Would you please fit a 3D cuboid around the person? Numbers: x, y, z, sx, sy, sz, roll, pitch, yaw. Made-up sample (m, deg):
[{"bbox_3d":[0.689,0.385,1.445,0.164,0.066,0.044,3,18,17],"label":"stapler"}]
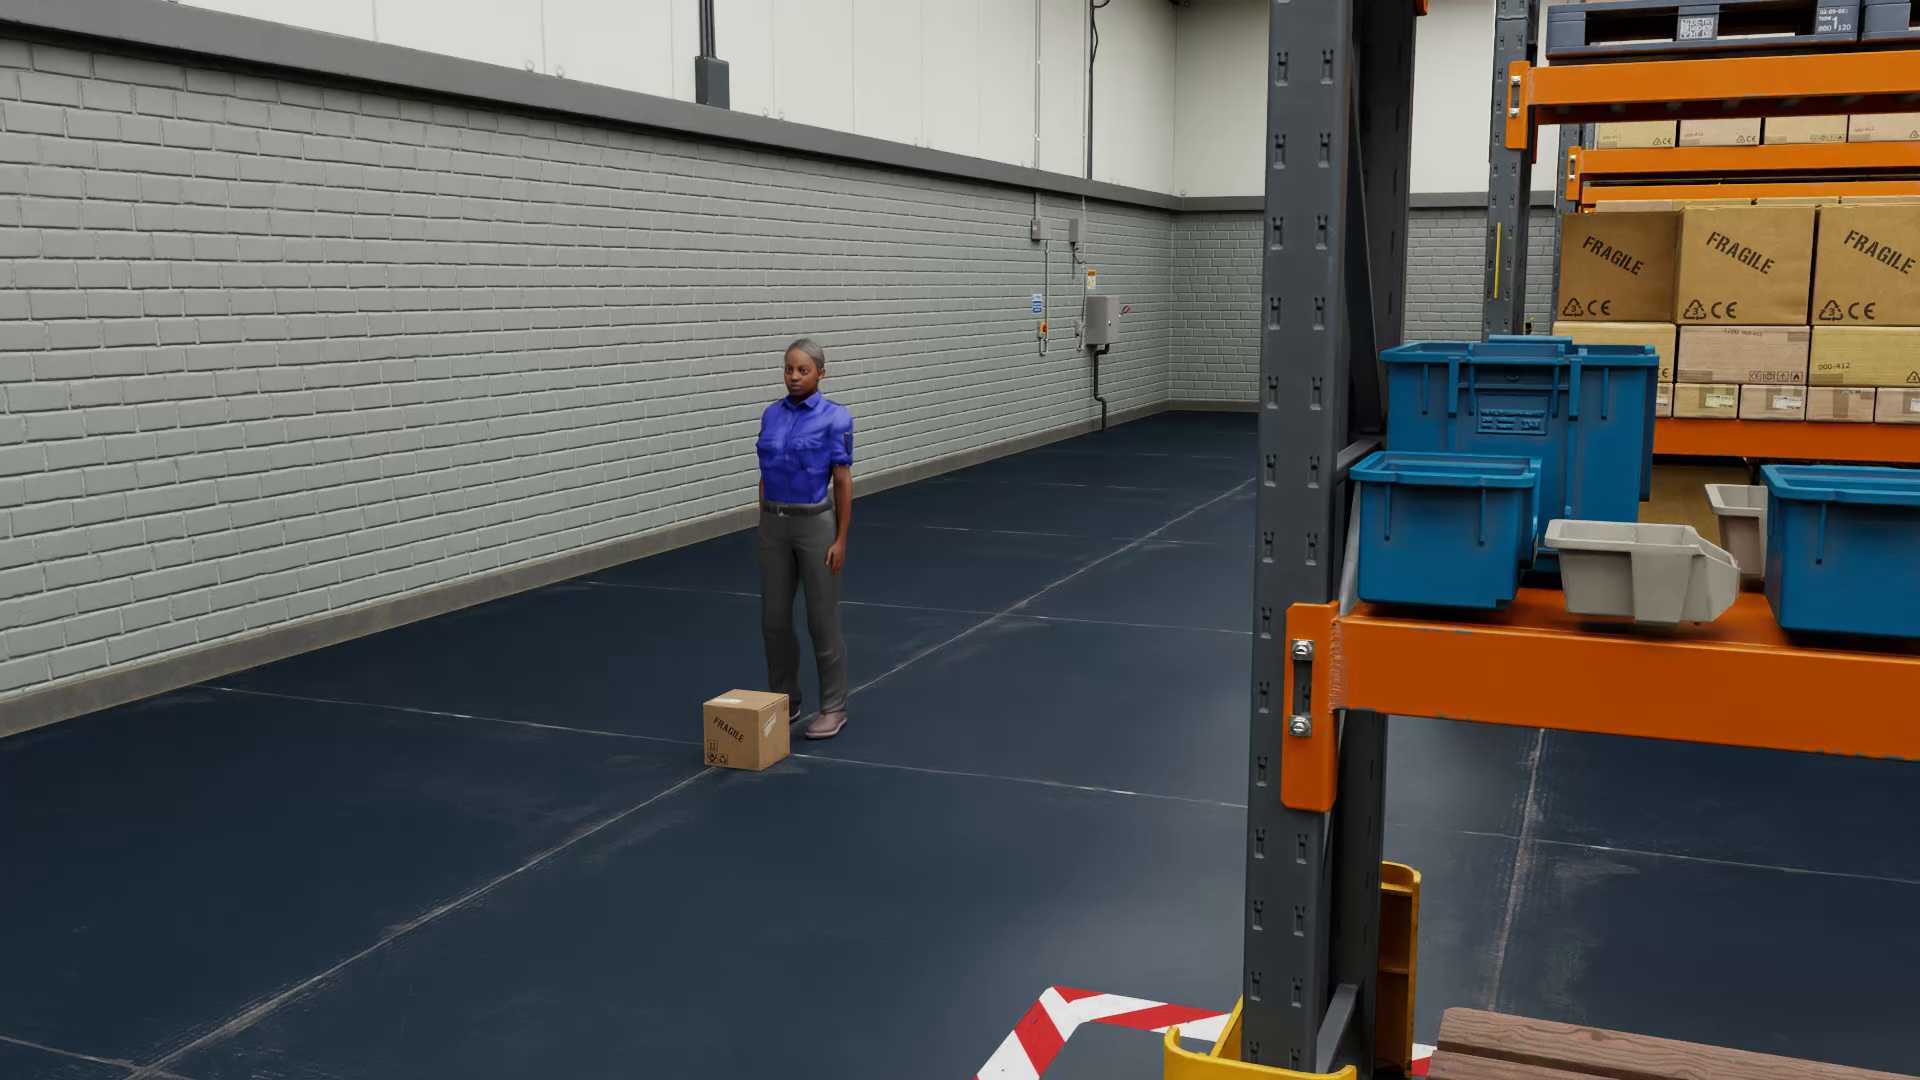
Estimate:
[{"bbox_3d":[-0.650,-0.007,6.950,0.436,1.662,0.299,4,10,22],"label":"person"}]
